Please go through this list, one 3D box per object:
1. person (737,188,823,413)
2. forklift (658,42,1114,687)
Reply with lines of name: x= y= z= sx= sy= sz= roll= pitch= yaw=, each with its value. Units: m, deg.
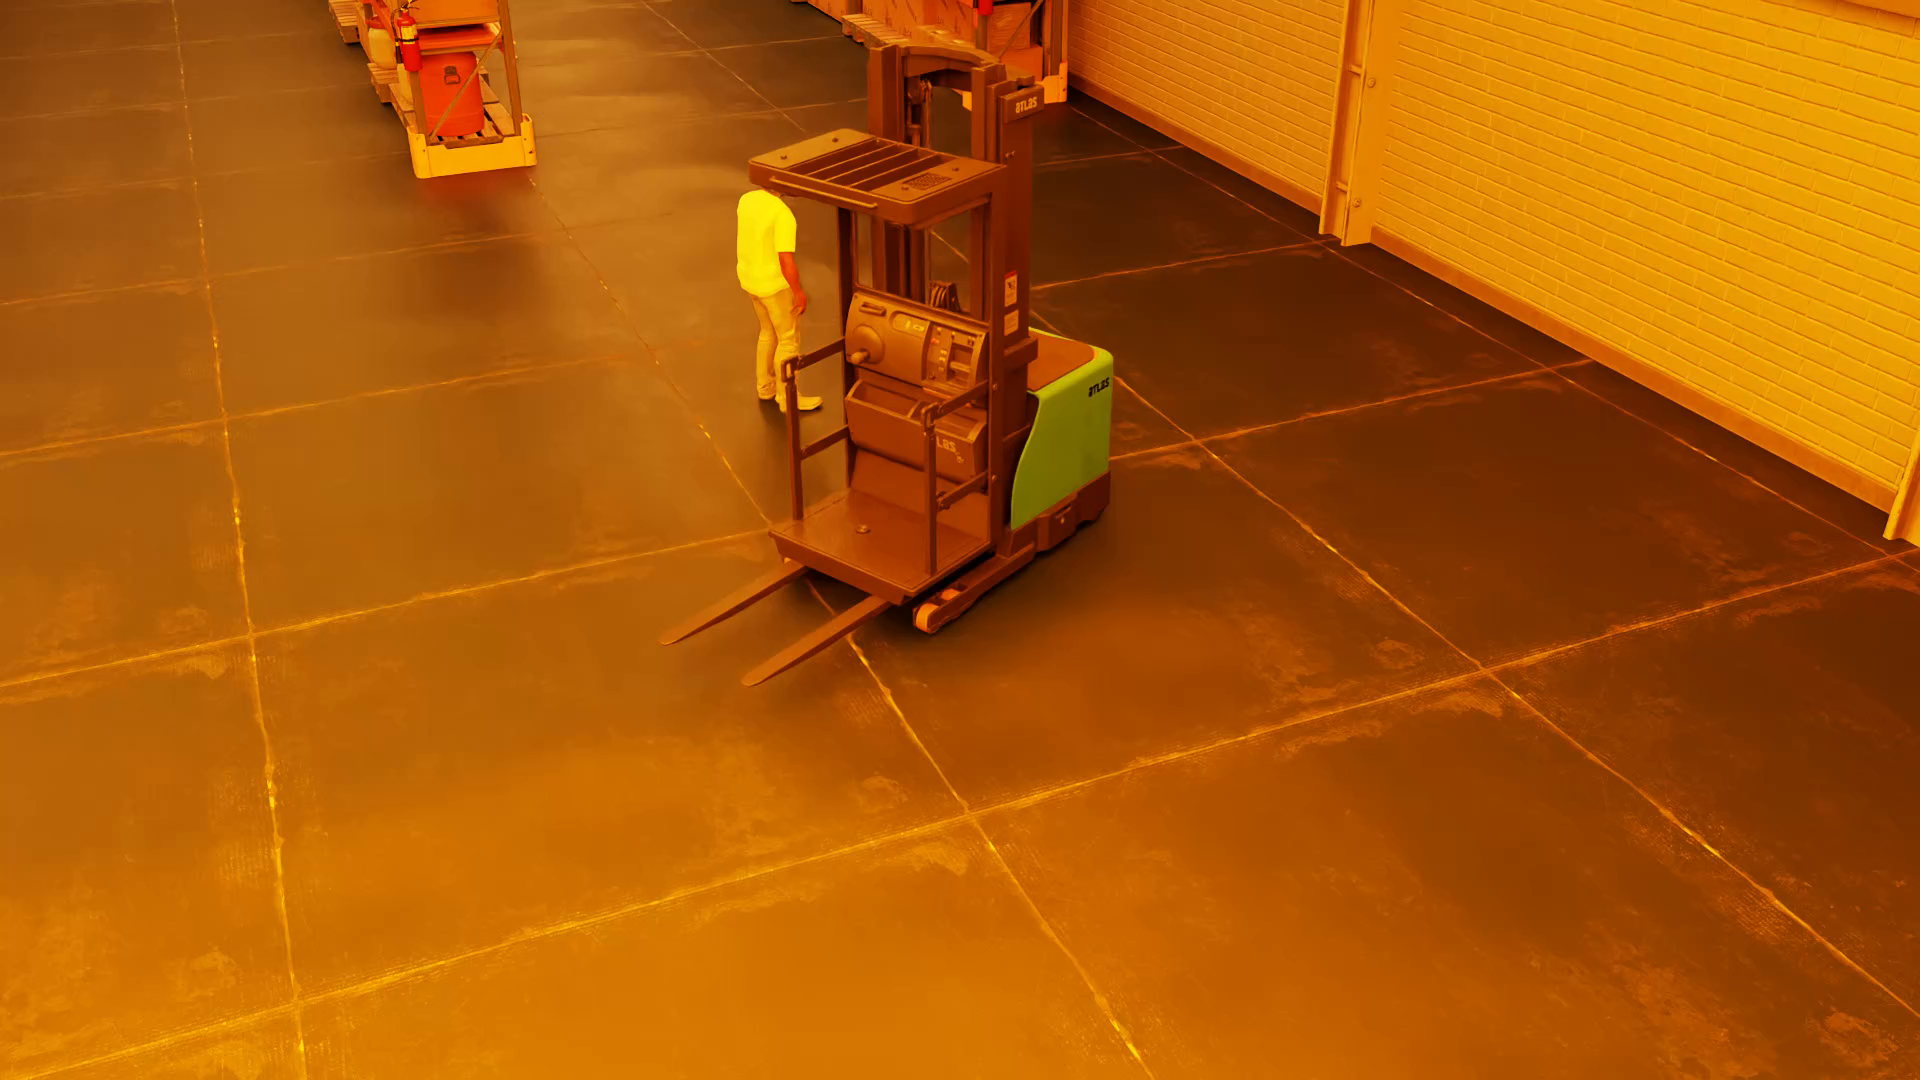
person: x=-1.267 y=-1.767 z=11.395 sx=0.462 sy=1.759 sz=0.633 roll=-20 pitch=36 yaw=-31
forklift: x=-0.380 y=-1.035 z=8.930 sx=1.130 sy=2.935 sz=3.031 roll=22 pitch=36 yaw=33
